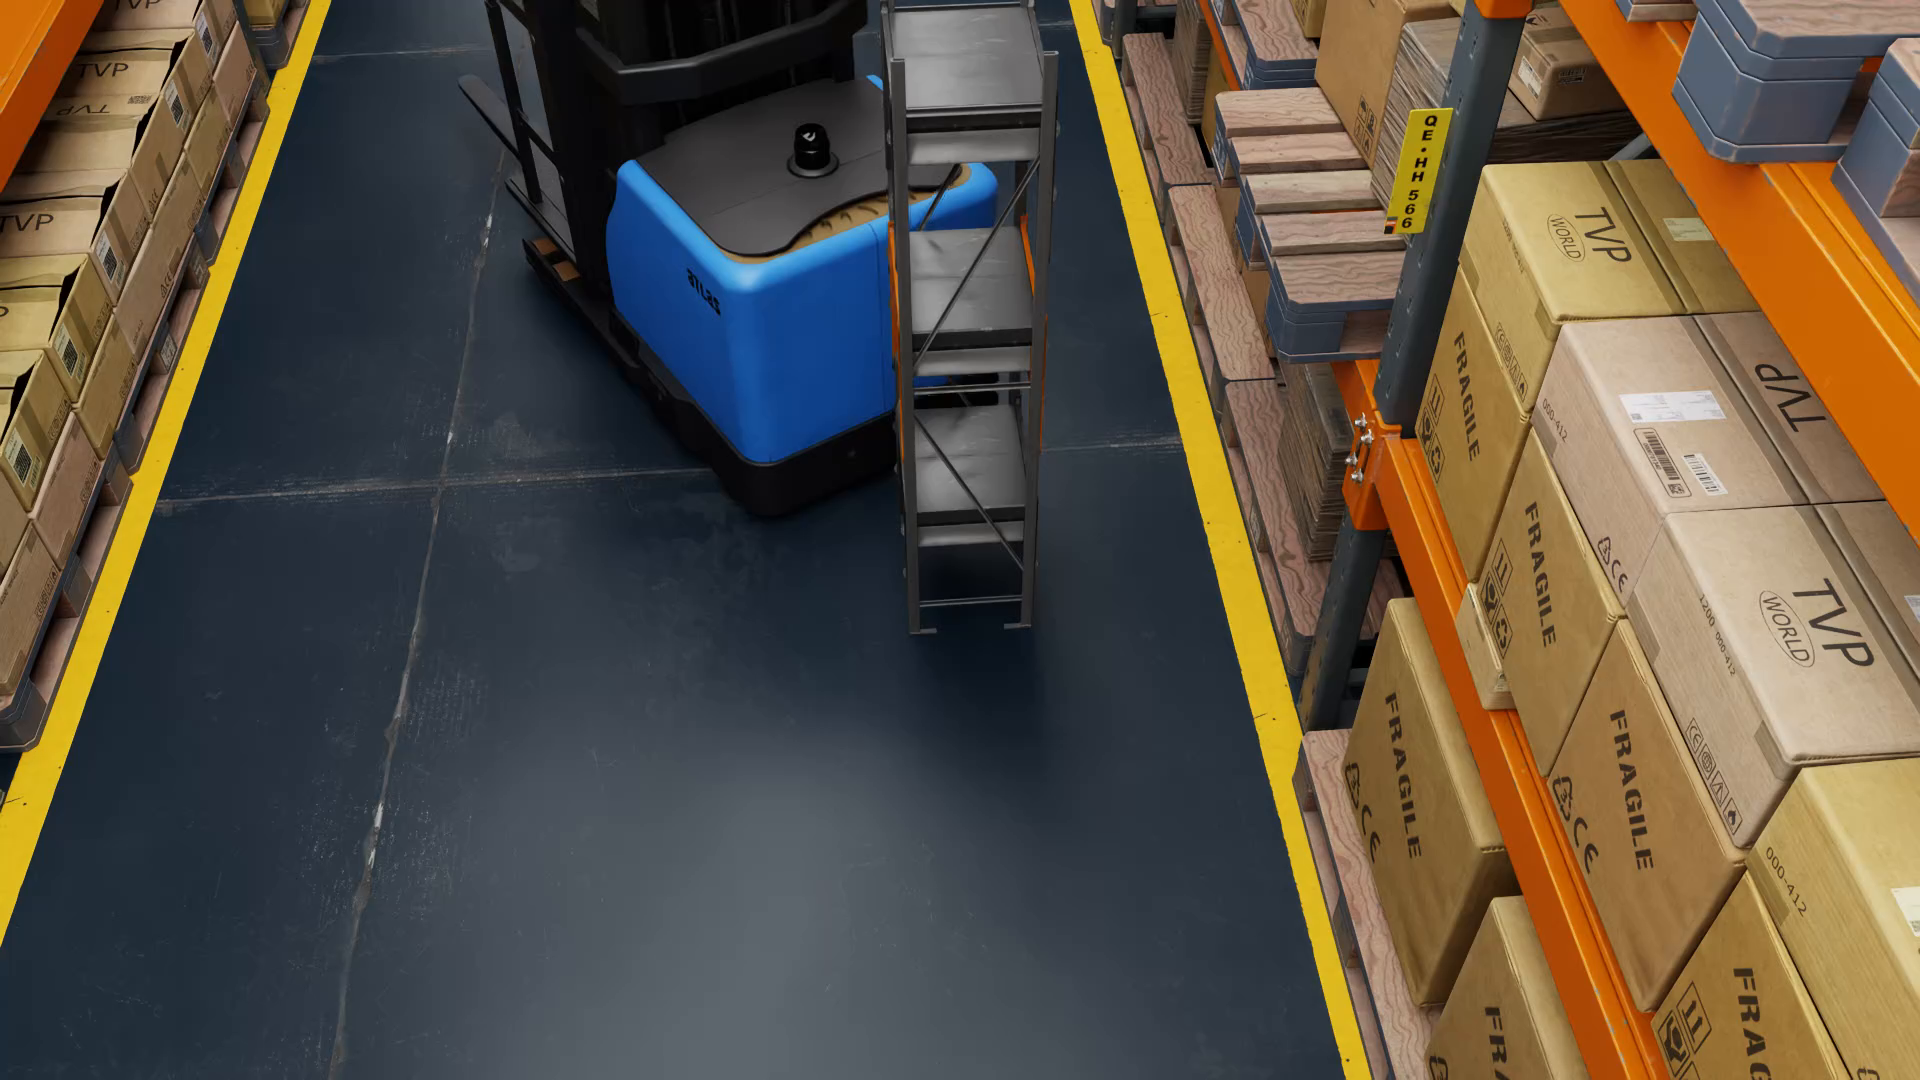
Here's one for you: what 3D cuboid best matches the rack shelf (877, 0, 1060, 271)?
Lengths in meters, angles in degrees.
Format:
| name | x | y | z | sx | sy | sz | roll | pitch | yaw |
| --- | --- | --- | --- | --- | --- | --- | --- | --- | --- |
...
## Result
| name | x | y | z | sx | sy | sz | roll | pitch | yaw |
| --- | --- | --- | --- | --- | --- | --- | --- | --- | --- |
| rack shelf | 0.014 | -1.074 | 4.376 | 0.431 | 0.518 | 0.480 | -3 | 47 | -3 |

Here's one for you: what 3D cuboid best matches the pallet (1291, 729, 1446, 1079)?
| name | x | y | z | sx | sy | sz | roll | pitch | yaw |
| --- | --- | --- | --- | --- | --- | --- | --- | --- | --- |
| pallet | 1.556 | 1.045 | 4.615 | 1.003 | 0.211 | 1.213 | -3 | 47 | -3 |

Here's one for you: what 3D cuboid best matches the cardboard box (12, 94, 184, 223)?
| name | x | y | z | sx | sy | sz | roll | pitch | yaw |
| --- | --- | --- | --- | --- | --- | --- | --- | --- | --- |
| cardboard box | -3.297 | -1.458 | 6.284 | 0.500 | 0.311 | 0.500 | -4 | 47 | -3 |

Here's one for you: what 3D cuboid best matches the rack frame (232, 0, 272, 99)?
| name | x | y | z | sx | sy | sz | roll | pitch | yaw |
| --- | --- | --- | --- | --- | --- | --- | --- | --- | --- |
| rack frame | -3.706 | -3.079 | 6.601 | 1.000 | 3.000 | 0.127 | -3 | 47 | -3 |

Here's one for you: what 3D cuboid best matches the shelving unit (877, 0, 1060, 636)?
| name | x | y | z | sx | sy | sz | roll | pitch | yaw |
| --- | --- | --- | --- | --- | --- | --- | --- | --- | --- |
| shelving unit | 0.014 | -0.602 | 4.874 | 0.431 | 2.100 | 0.503 | -3 | 47 | -3 |

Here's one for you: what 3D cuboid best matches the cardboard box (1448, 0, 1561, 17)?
| name | x | y | z | sx | sy | sz | roll | pitch | yaw |
| --- | --- | --- | --- | --- | --- | --- | --- | --- | --- |
| cardboard box | 1.465 | -1.378 | 4.170 | 0.380 | 0.149 | 0.250 | -11 | 47 | -10 |

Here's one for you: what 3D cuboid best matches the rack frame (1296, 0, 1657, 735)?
| name | x | y | z | sx | sy | sz | roll | pitch | yaw |
| --- | --- | --- | --- | --- | --- | --- | --- | --- | --- |
| rack frame | 1.565 | -0.489 | 4.147 | 1.000 | 3.000 | 0.127 | -3 | 47 | -3 |

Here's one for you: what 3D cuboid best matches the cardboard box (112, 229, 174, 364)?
| name | x | y | z | sx | sy | sz | roll | pitch | yaw |
| --- | --- | --- | --- | --- | --- | --- | --- | --- | --- |
| cardboard box | -3.257 | -0.891 | 6.133 | 0.500 | 0.250 | 0.500 | -3 | 47 | -2 |

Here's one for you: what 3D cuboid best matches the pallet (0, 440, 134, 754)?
| name | x | y | z | sx | sy | sz | roll | pitch | yaw |
| --- | --- | --- | --- | --- | --- | --- | --- | --- | --- |
| pallet | -3.401 | 0.175 | 5.438 | 1.003 | 0.211 | 1.213 | -3 | 47 | -3 |

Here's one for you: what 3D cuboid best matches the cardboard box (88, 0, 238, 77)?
| name | x | y | z | sx | sy | sz | roll | pitch | yaw |
| --- | --- | --- | --- | --- | --- | --- | --- | --- | --- |
| cardboard box | -3.386 | -2.196 | 6.982 | 0.500 | 0.311 | 0.500 | -3 | 47 | -3 |

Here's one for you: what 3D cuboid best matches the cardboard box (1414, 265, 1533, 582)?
| name | x | y | z | sx | sy | sz | roll | pitch | yaw |
| --- | --- | --- | --- | --- | --- | --- | --- | --- | --- |
| cardboard box | 1.351 | -0.266 | 3.648 | 0.500 | 0.500 | 0.500 | -2 | 47 | -2 |

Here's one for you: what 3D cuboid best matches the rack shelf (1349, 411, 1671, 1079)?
| name | x | y | z | sx | sy | sz | roll | pitch | yaw |
| --- | --- | --- | --- | --- | --- | --- | --- | --- | --- |
| rack shelf | 1.733 | 1.205 | 3.038 | 1.077 | 0.370 | 4.000 | -3 | 47 | -3 |

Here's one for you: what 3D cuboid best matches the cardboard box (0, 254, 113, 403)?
| name | x | y | z | sx | sy | sz | roll | pitch | yaw |
| --- | --- | --- | --- | --- | --- | --- | --- | --- | --- |
| cardboard box | -3.215 | -0.723 | 5.587 | 0.500 | 0.311 | 0.500 | -5 | 47 | -4 |

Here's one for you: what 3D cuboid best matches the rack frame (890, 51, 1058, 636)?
| name | x | y | z | sx | sy | sz | roll | pitch | yaw |
| --- | --- | --- | --- | --- | --- | --- | --- | --- | --- |
| rack frame | 0.034 | -0.426 | 4.707 | 0.400 | 2.100 | 0.015 | -3 | 47 | -3 |

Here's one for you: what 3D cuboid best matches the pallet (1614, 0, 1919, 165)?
| name | x | y | z | sx | sy | sz | roll | pitch | yaw |
| --- | --- | --- | --- | --- | --- | --- | --- | --- | --- |
| pallet | 1.672 | -0.993 | 2.689 | 1.213 | 0.211 | 1.003 | -2 | 47 | -1 |

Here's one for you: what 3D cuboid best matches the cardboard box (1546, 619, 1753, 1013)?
| name | x | y | z | sx | sy | sz | roll | pitch | yaw |
| --- | --- | --- | --- | --- | --- | --- | --- | --- | --- |
| cardboard box | 1.426 | 0.473 | 2.949 | 0.500 | 0.500 | 0.500 | -4 | 47 | -3 |

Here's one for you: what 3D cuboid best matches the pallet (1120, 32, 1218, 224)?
| name | x | y | z | sx | sy | sz | roll | pitch | yaw |
| --- | --- | --- | --- | --- | --- | --- | --- | --- | --- |
| pallet | 1.297 | -1.861 | 7.367 | 1.003 | 0.211 | 1.213 | -3 | 47 | -3 |

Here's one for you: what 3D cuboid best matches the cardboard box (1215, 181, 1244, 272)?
| name | x | y | z | sx | sy | sz | roll | pitch | yaw |
| --- | --- | --- | --- | --- | --- | --- | --- | --- | --- |
| cardboard box | 1.404 | -1.401 | 6.430 | 0.700 | 0.500 | 0.500 | -3 | 47 | -3 |

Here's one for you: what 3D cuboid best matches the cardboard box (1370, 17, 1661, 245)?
| name | x | y | z | sx | sy | sz | roll | pitch | yaw |
| --- | --- | --- | --- | --- | --- | --- | --- | --- | --- |
| cardboard box | 1.516 | -1.014 | 4.273 | 0.700 | 0.500 | 0.500 | -8 | 47 | -8 |

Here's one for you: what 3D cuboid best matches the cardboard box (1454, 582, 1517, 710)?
| name | x | y | z | sx | sy | sz | roll | pitch | yaw |
| --- | --- | --- | --- | --- | --- | --- | --- | --- | --- |
| cardboard box | 1.312 | 0.223 | 3.632 | 0.380 | 0.149 | 0.250 | -2 | 47 | -2 |

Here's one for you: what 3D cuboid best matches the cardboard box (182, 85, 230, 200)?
| name | x | y | z | sx | sy | sz | roll | pitch | yaw |
| --- | --- | --- | --- | --- | --- | --- | --- | --- | --- |
| cardboard box | -3.342 | -1.630 | 6.832 | 0.500 | 0.250 | 0.500 | -4 | 47 | -4 |

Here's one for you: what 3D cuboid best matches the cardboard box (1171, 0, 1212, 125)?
| name | x | y | z | sx | sy | sz | roll | pitch | yaw |
| --- | --- | --- | --- | --- | --- | --- | --- | --- | --- |
| cardboard box | 1.308 | -2.143 | 7.133 | 0.700 | 0.500 | 0.500 | -2 | 47 | -2 |

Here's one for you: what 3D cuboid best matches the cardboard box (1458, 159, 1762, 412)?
| name | x | y | z | sx | sy | sz | roll | pitch | yaw |
| --- | --- | --- | --- | --- | --- | --- | --- | --- | --- |
| cardboard box | 1.349 | -0.526 | 3.378 | 0.500 | 0.250 | 0.500 | -2 | 47 | -2 |

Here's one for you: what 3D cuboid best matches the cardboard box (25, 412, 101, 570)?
| name | x | y | z | sx | sy | sz | roll | pitch | yaw |
| --- | --- | --- | --- | --- | --- | --- | --- | --- | --- |
| cardboard box | -3.165 | -0.145 | 5.426 | 0.500 | 0.250 | 0.500 | -5 | 47 | -4 |

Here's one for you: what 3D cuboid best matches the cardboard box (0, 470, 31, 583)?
| name | x | y | z | sx | sy | sz | roll | pitch | yaw |
| --- | --- | --- | --- | --- | --- | --- | --- | --- | --- |
| cardboard box | -3.122 | 0.026 | 4.878 | 0.500 | 0.311 | 0.500 | -2 | 47 | -2 |

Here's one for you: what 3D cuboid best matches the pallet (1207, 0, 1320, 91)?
| name | x | y | z | sx | sy | sz | roll | pitch | yaw |
| --- | --- | --- | --- | --- | --- | --- | --- | --- | --- |
| pallet | 1.359 | -1.853 | 5.571 | 1.003 | 0.211 | 1.213 | -3 | 47 | -3 |

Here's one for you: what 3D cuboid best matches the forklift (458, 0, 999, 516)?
| name | x | y | z | sx | sy | sz | roll | pitch | yaw |
| --- | --- | --- | --- | --- | --- | --- | --- | --- | --- |
| forklift | -1.103 | -2.134 | 5.752 | 1.130 | 2.935 | 3.031 | -26 | 52 | -23 |

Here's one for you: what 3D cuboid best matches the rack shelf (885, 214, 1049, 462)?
| name | x | y | z | sx | sy | sz | roll | pitch | yaw |
| --- | --- | --- | --- | --- | --- | --- | --- | --- | --- |
| rack shelf | 0.014 | -0.593 | 4.884 | 0.431 | 0.518 | 0.480 | -3 | 47 | -3 |

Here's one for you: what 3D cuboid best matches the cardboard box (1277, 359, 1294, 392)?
| name | x | y | z | sx | sy | sz | roll | pitch | yaw |
| --- | --- | --- | --- | --- | --- | --- | --- | --- | --- |
| cardboard box | 1.526 | -0.678 | 5.745 | 0.700 | 0.500 | 0.500 | -4 | 47 | -3 |

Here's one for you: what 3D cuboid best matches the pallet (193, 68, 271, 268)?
| name | x | y | z | sx | sy | sz | roll | pitch | yaw |
| --- | --- | --- | --- | --- | --- | --- | --- | --- | --- |
| pallet | -3.605 | -1.590 | 7.110 | 1.003 | 0.211 | 1.213 | -3 | 47 | -3 |

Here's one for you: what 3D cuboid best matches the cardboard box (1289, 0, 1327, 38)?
| name | x | y | z | sx | sy | sz | roll | pitch | yaw |
| --- | --- | --- | --- | --- | --- | --- | --- | --- | --- |
| cardboard box | 1.389 | -1.914 | 5.125 | 0.700 | 0.500 | 0.500 | -3 | 47 | -3 |

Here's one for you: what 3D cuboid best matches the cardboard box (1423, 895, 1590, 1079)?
| name | x | y | z | sx | sy | sz | roll | pitch | yaw |
| --- | --- | --- | --- | --- | --- | --- | --- | --- | --- |
| cardboard box | 1.563 | 1.280 | 3.663 | 0.750 | 0.750 | 0.750 | -4 | 47 | -3 |

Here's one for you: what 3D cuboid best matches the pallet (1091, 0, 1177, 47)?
| name | x | y | z | sx | sy | sz | roll | pitch | yaw |
| --- | --- | --- | --- | --- | --- | --- | --- | --- | --- |
| pallet | 1.139 | -2.908 | 8.359 | 1.003 | 0.211 | 1.213 | -3 | 47 | -3 |
